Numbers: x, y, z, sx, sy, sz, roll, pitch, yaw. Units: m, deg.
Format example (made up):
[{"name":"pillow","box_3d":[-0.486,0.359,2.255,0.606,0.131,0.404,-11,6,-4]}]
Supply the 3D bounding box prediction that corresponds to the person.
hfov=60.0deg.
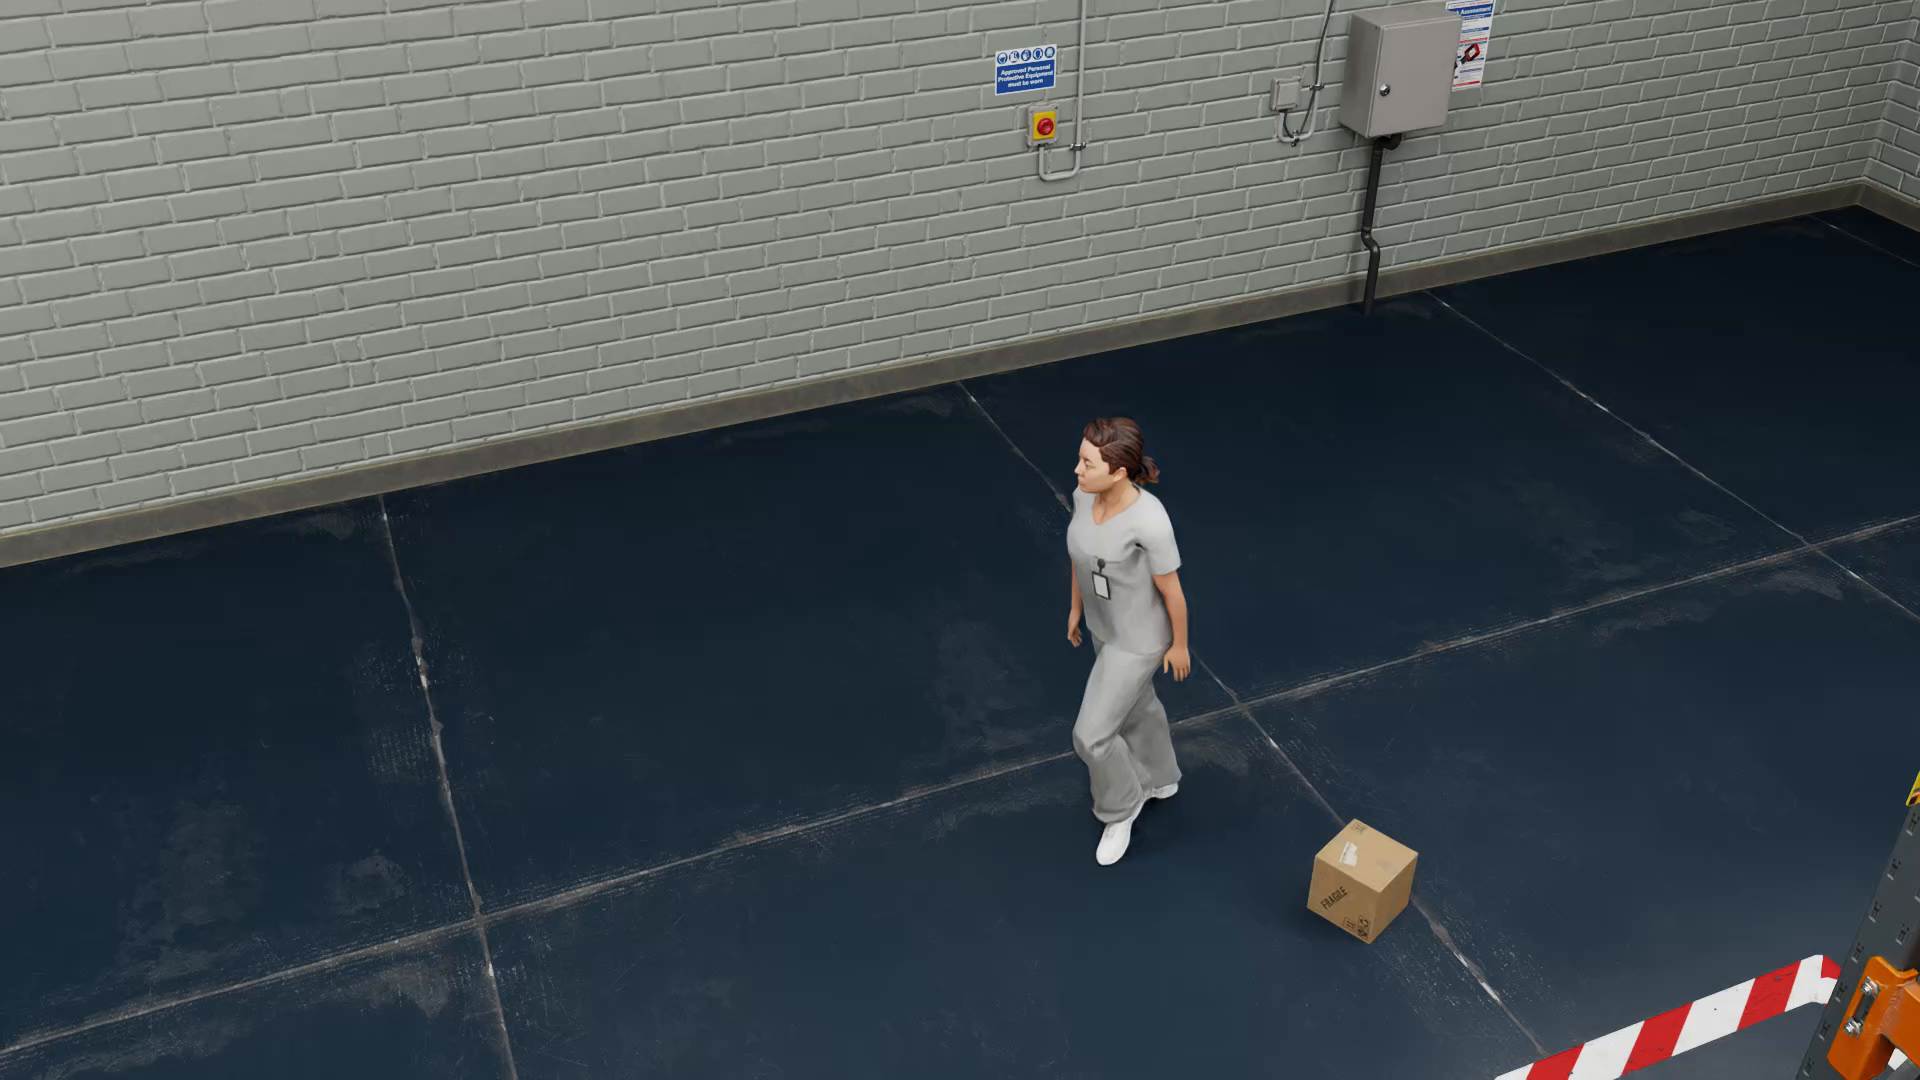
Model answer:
[{"name":"person","box_3d":[0.566,0.310,5.672,0.533,1.674,0.473,-17,37,-23]}]
